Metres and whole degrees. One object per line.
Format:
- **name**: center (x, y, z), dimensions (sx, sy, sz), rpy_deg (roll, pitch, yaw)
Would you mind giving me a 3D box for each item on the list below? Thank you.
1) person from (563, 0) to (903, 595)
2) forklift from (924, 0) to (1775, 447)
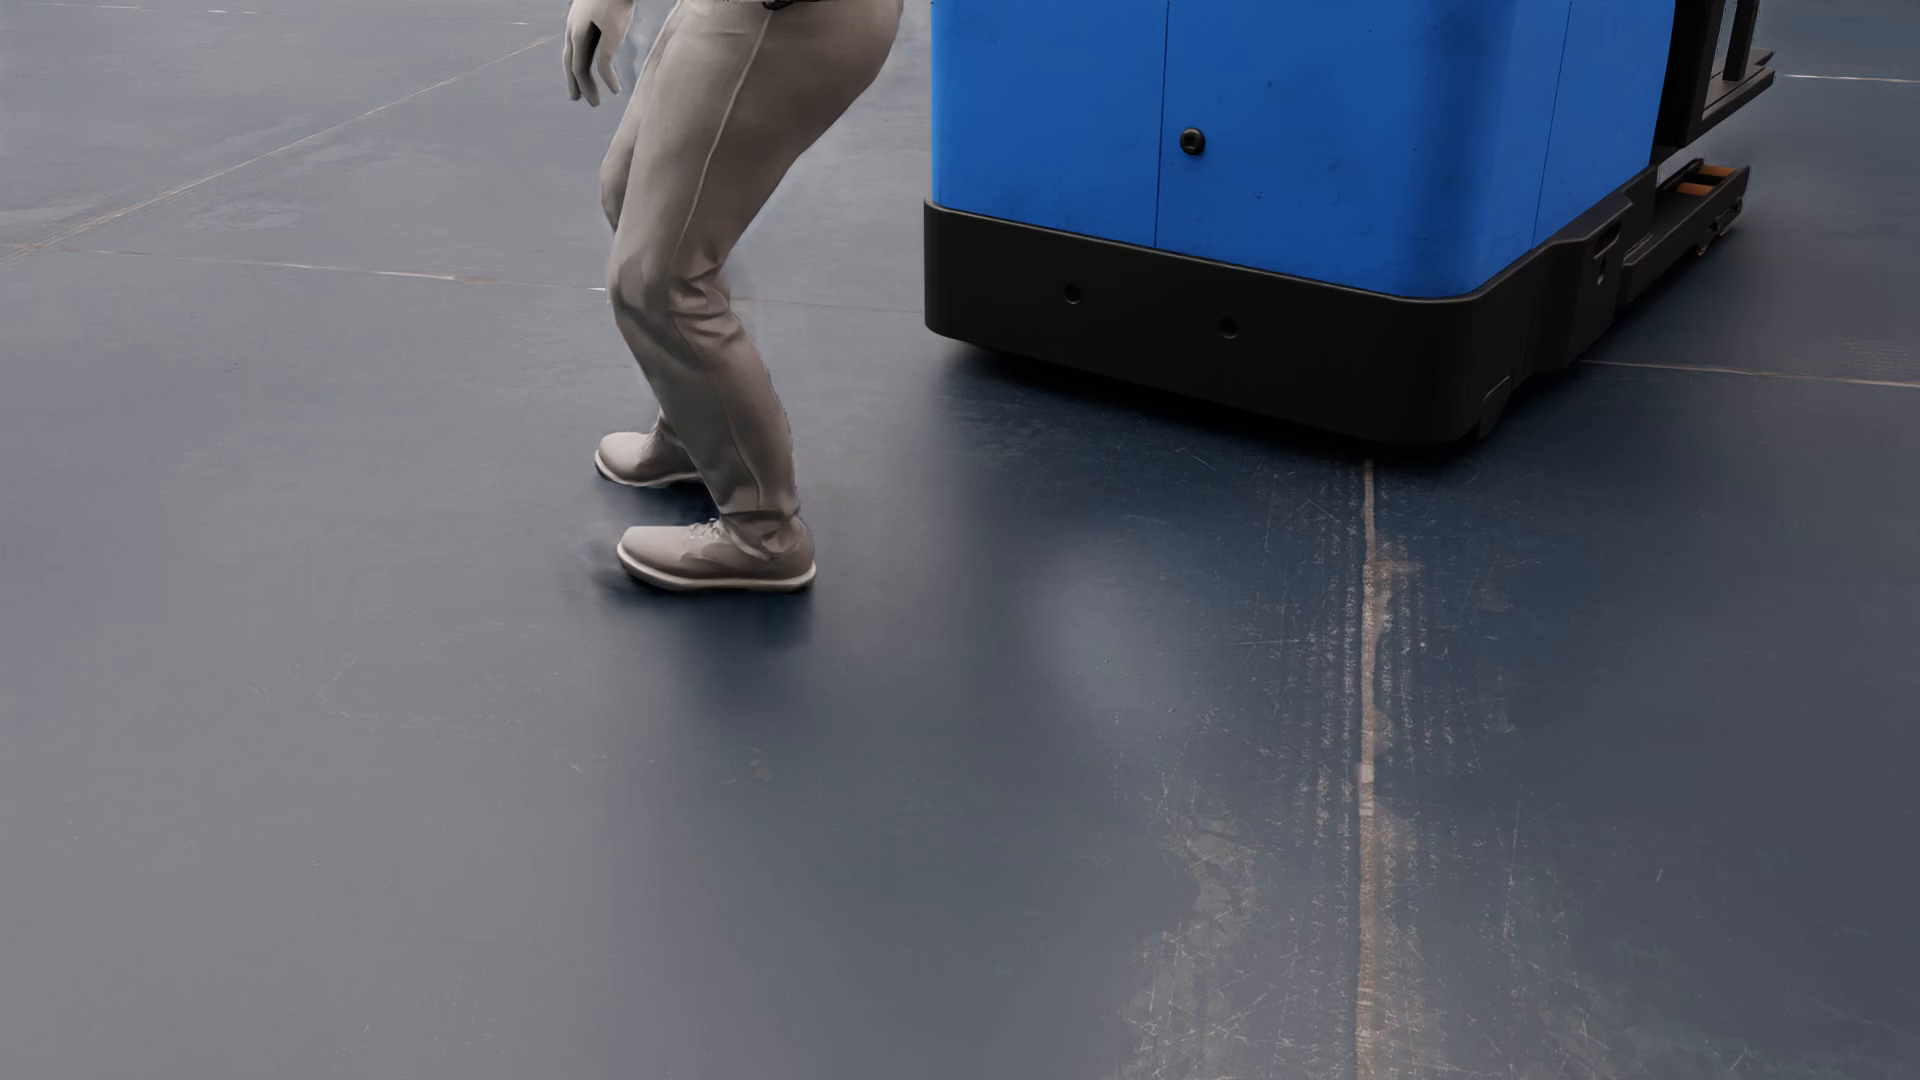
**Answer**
- **person**: center (-0.325, -0.711, 2.145), dimensions (0.557, 1.622, 0.819), rpy_deg (1, 27, 1)
- **forklift**: center (1.198, -2.064, 3.338), dimensions (1.130, 2.935, 3.031), rpy_deg (18, 32, 31)
